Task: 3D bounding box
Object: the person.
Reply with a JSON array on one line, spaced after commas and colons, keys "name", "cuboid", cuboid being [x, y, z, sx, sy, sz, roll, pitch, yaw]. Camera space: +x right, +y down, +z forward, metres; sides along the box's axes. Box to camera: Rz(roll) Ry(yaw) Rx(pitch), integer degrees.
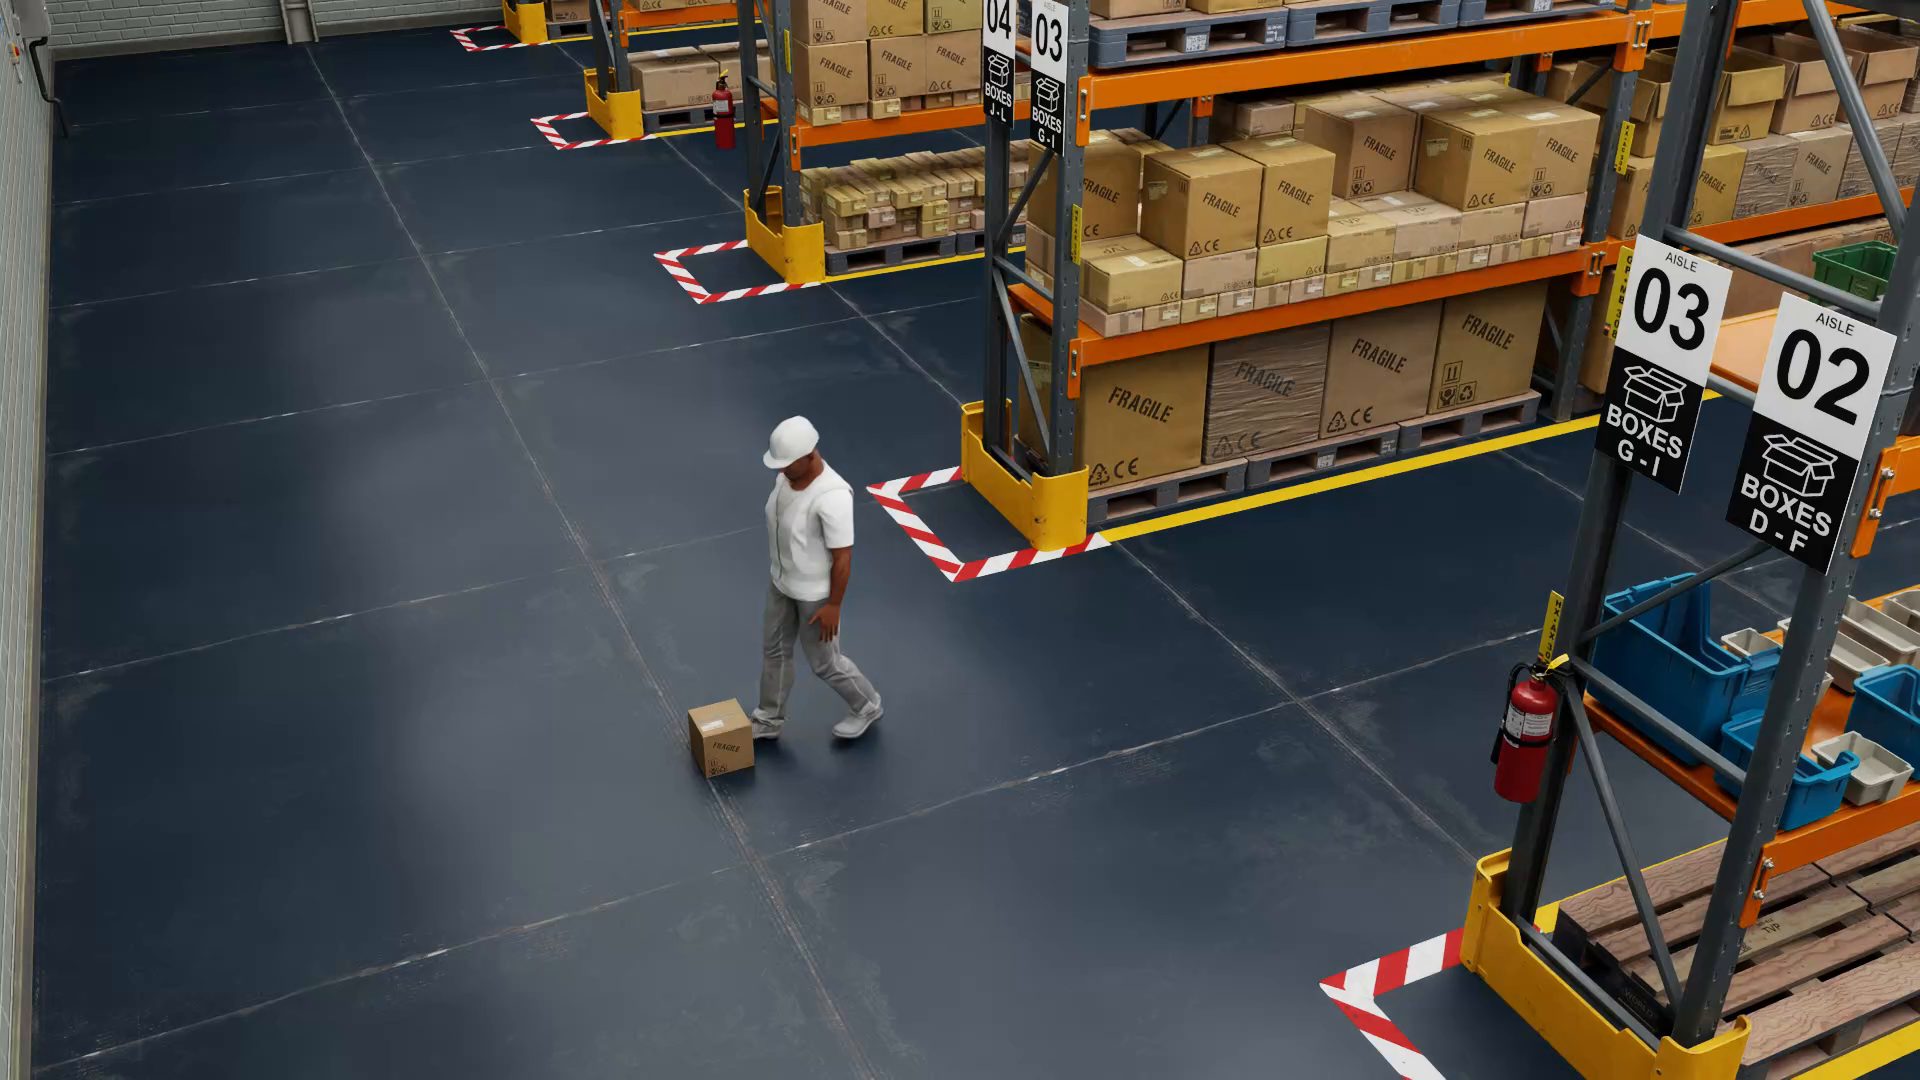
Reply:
[{"name": "person", "cuboid": [-0.781, 0.233, 7.997, 0.772, 1.752, 0.617, -18, 34, -29]}]
